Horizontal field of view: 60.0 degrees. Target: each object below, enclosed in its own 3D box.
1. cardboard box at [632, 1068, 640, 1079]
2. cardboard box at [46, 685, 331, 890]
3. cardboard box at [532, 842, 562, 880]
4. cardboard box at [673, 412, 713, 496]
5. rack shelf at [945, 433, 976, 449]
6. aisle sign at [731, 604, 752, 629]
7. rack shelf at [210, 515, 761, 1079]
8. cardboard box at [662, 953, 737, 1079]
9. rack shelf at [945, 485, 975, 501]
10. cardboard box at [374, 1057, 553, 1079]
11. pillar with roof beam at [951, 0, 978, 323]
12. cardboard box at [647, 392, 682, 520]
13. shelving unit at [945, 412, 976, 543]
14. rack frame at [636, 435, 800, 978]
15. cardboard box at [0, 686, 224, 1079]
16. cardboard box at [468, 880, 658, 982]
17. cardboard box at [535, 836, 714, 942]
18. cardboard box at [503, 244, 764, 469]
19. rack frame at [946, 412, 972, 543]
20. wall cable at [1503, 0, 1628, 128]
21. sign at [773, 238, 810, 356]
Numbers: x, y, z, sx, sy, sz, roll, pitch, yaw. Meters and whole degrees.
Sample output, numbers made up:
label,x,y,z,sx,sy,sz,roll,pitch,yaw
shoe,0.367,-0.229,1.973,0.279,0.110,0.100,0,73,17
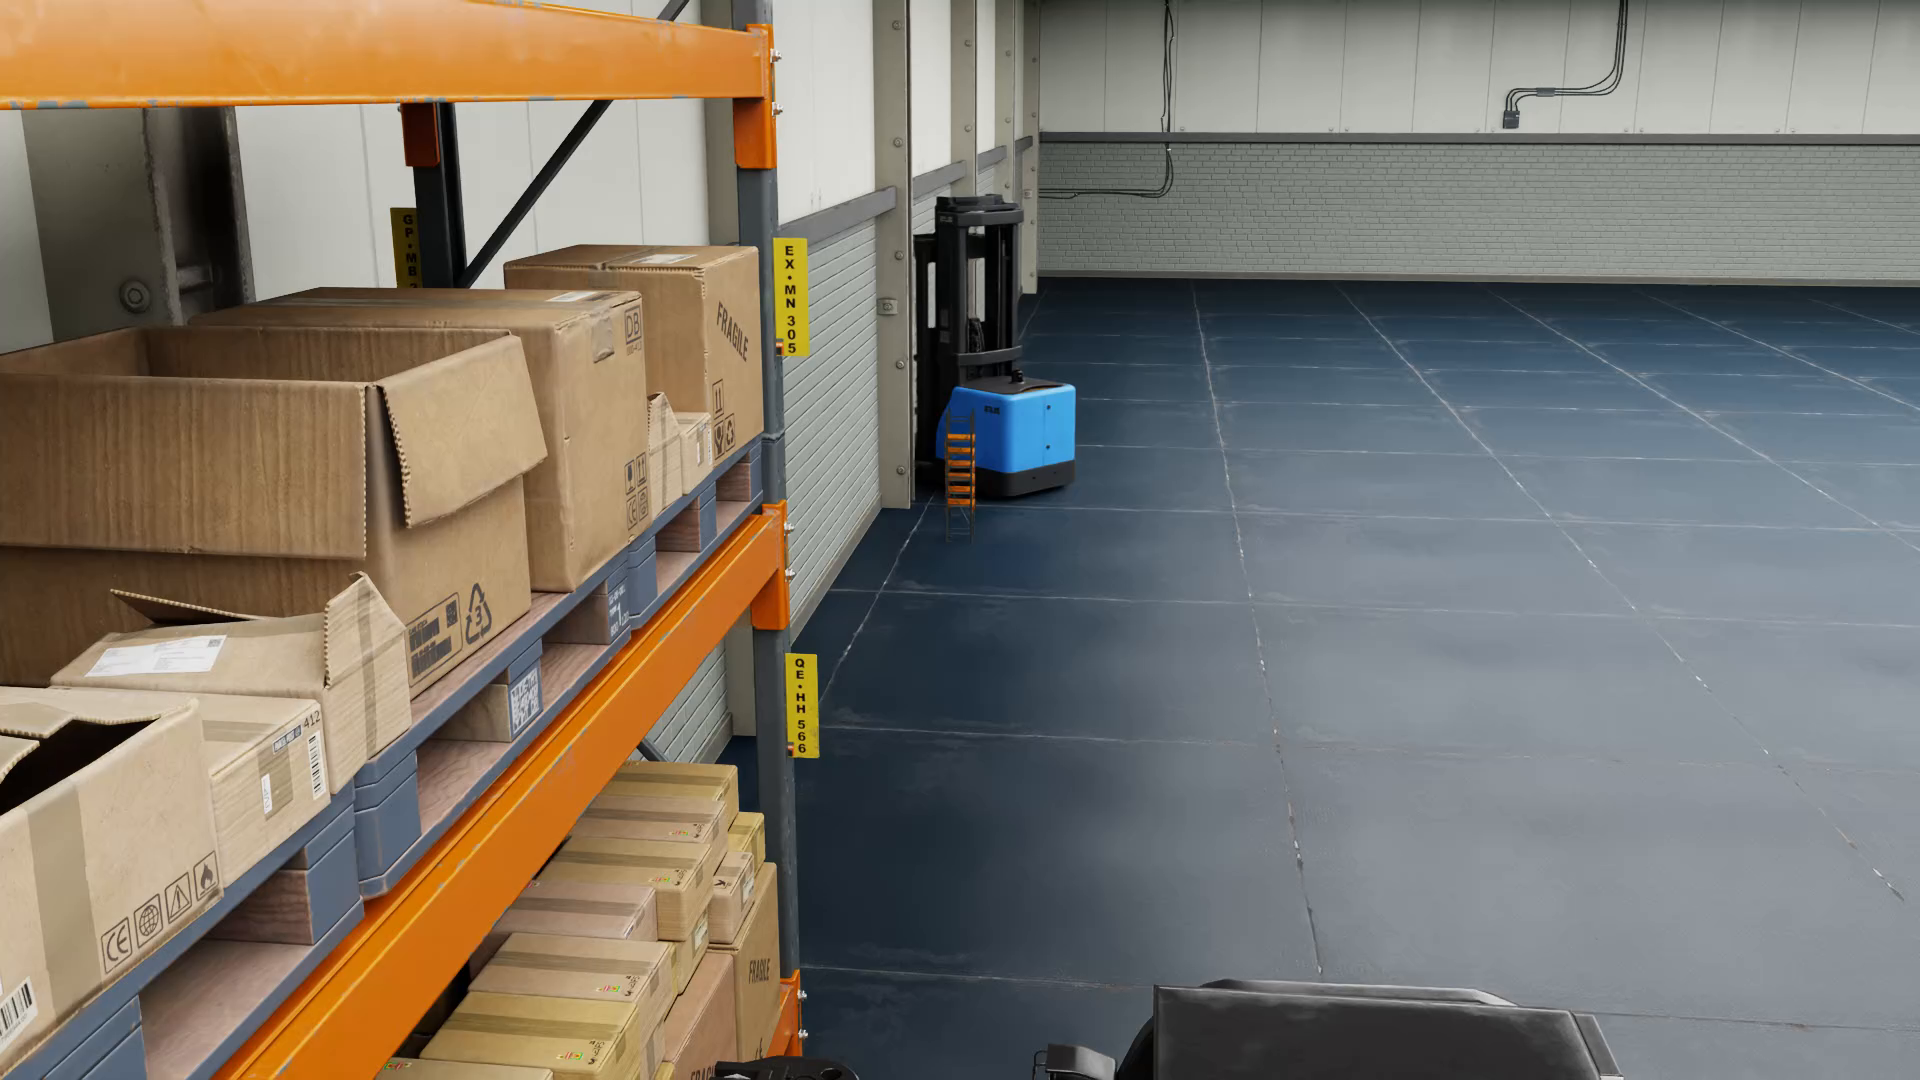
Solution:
label,x,y,z,sx,sy,sz,roll,pitch,yaw
cardboard box,-0.889,1.216,3.484,0.380,0.149,0.250,2,15,7
cardboard box,-1.020,0.299,2.049,0.380,0.149,0.250,2,15,8
cardboard box,-1.268,0.931,4.540,0.380,0.149,0.250,2,15,6
cardboard box,-0.799,-0.208,3.924,0.380,0.149,0.250,1,15,5
rack shelf,0.002,-0.888,14.937,0.258,0.103,0.180,2,15,6
aisle sign,-0.708,-0.118,4.870,0.394,0.787,0.004,2,15,6
rack shelf,-1.233,0.435,2.927,0.919,0.052,3.809,2,15,6
cardboard box,-0.870,1.367,4.168,0.500,0.500,0.500,2,15,8
rack shelf,0.002,-0.424,15.062,0.258,0.103,0.180,2,15,6
cardboard box,-1.006,1.138,3.203,0.380,0.149,0.250,2,15,7
pillar with roof beam,4.327,-6.138,20.621,9.100,9.000,0.400,2,15,6
cardboard box,-0.828,-0.199,3.665,0.396,0.266,0.258,2,15,6
shelving unit,1.505,2.026,4.223,5.752,1.800,21.905,2,15,6
rack frame,-1.008,1.146,5.178,1.000,3.000,0.127,2,15,6
cardboard box,-1.123,0.319,1.665,0.500,0.311,0.500,2,15,7
cardboard box,-0.940,0.936,3.951,0.380,0.149,0.250,2,15,7
cardboard box,-0.838,0.873,4.181,0.380,0.149,0.250,2,15,8
cardboard box,-0.815,-0.479,4.255,0.500,0.500,0.500,2,15,8
rack frame,-0.009,-0.559,14.932,0.240,1.200,0.006,2,15,6
wall cable,12.481,-11.460,33.789,2.305,6.003,0.169,2,15,6
sign,-0.470,-0.672,4.609,0.100,0.325,0.005,2,15,6
